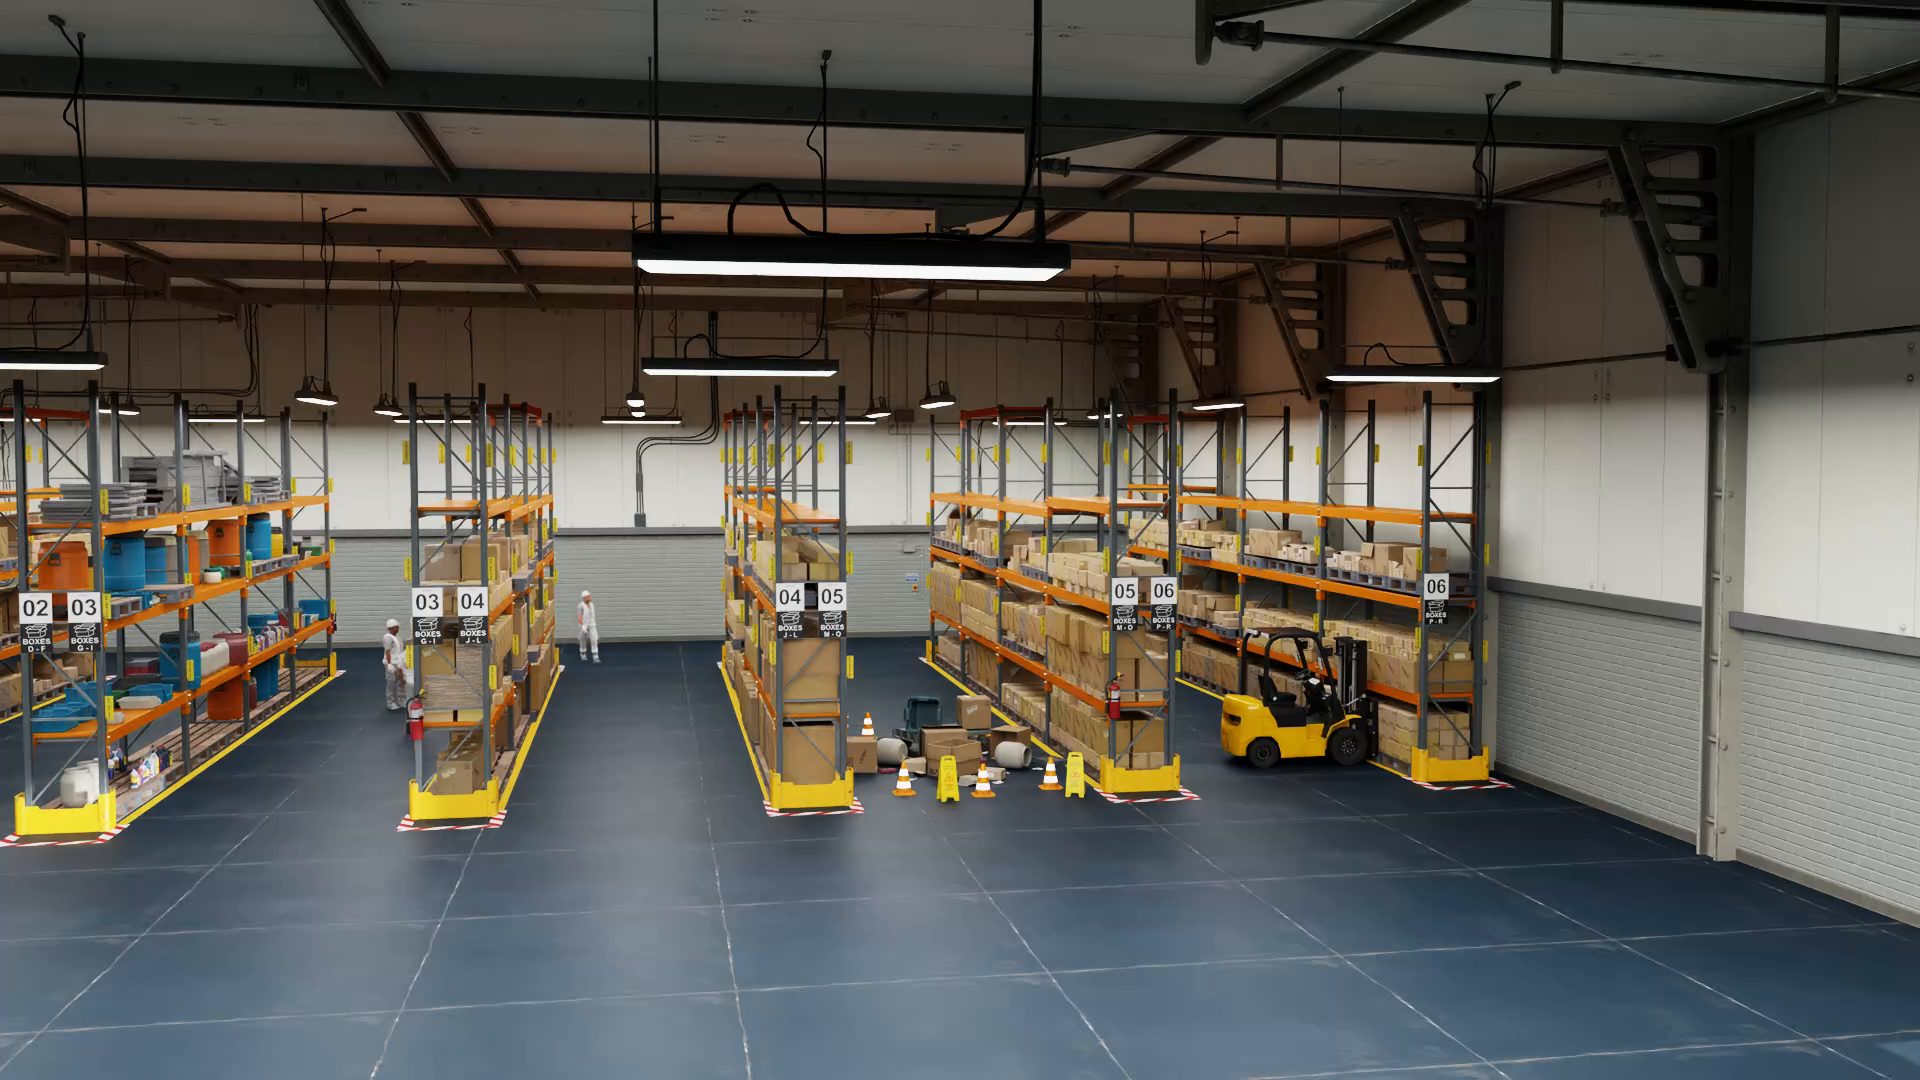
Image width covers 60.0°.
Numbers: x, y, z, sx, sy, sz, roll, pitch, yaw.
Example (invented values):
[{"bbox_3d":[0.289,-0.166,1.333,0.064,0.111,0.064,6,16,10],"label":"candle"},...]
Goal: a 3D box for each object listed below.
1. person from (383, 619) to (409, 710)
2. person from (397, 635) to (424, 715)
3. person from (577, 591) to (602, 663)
[{"bbox_3d":[-11.156,2.451,32.866,0.479,1.787,0.627,1,3,16],"label":"person"},{"bbox_3d":[-9.872,2.628,30.066,0.570,1.854,0.554,2,4,40],"label":"person"},{"bbox_3d":[-8.962,2.089,39.974,0.500,1.727,1.038,-1,3,-23],"label":"person"}]
